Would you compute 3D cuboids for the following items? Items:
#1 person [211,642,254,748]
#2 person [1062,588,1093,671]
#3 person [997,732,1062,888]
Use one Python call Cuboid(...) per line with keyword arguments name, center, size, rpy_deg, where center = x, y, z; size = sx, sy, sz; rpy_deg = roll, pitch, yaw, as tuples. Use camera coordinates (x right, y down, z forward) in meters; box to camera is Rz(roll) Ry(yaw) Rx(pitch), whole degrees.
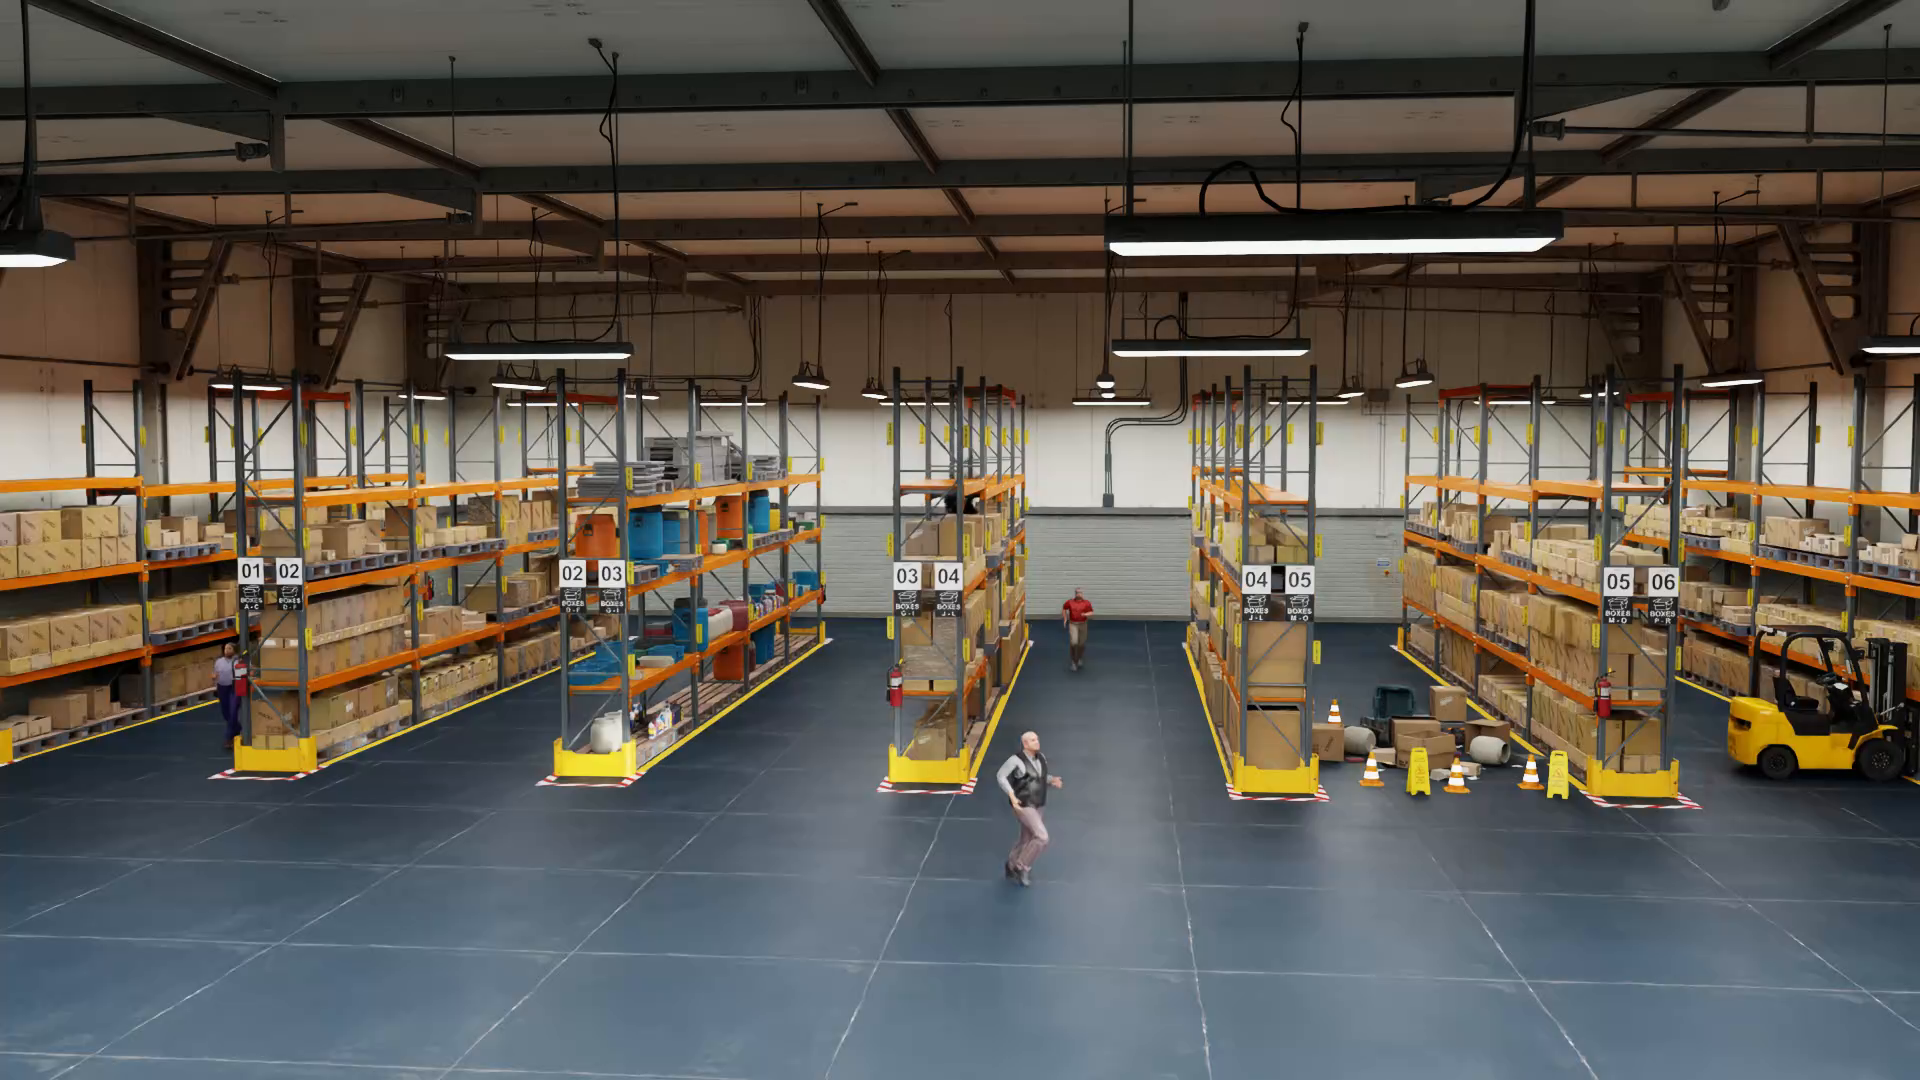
Cuboid(name="person", center=(-11.824, 2.486, 26.959), size=(0.608, 1.634, 0.880), rpy_deg=(0, 4, -1))
Cuboid(name="person", center=(2.543, 1.929, 35.804), size=(0.632, 1.801, 0.775), rpy_deg=(0, 4, -6))
Cuboid(name="person", center=(0.802, 3.002, 18.577), size=(0.704, 1.738, 0.631), rpy_deg=(3, 4, 36))
